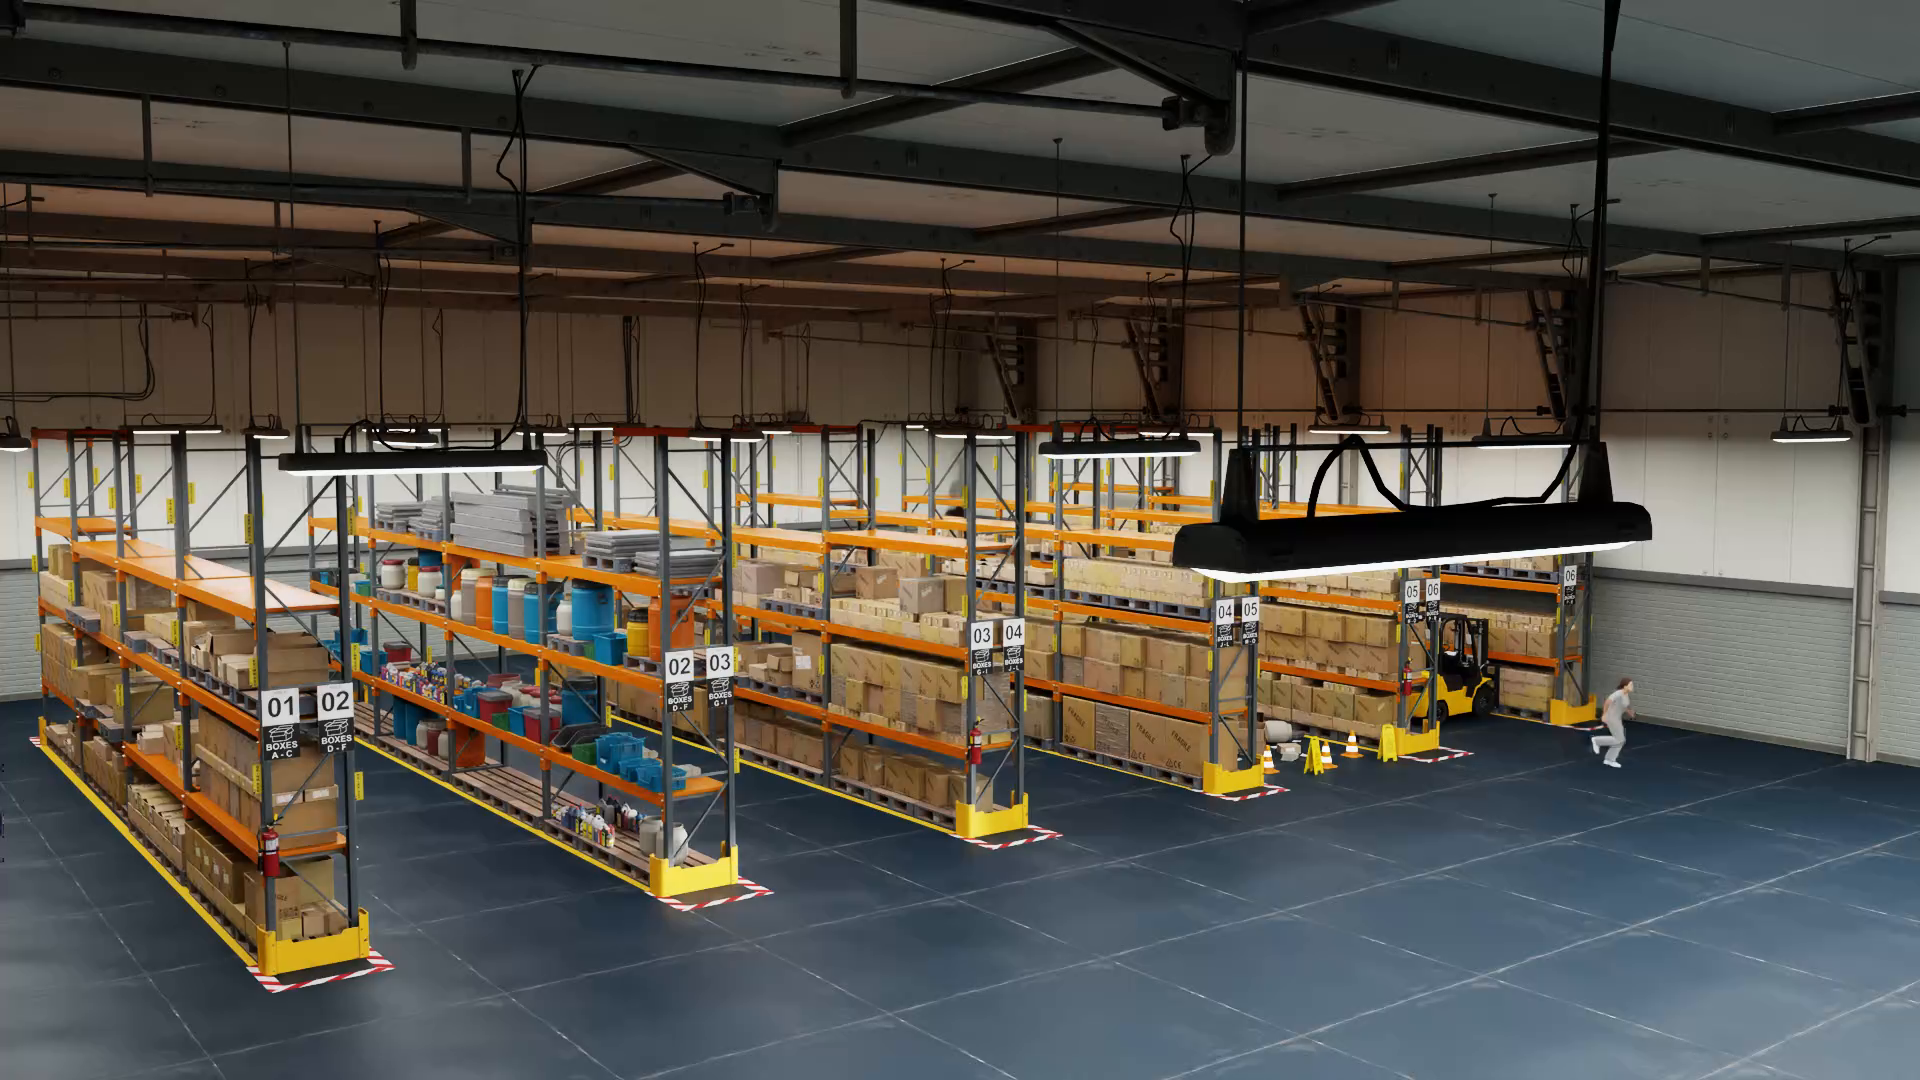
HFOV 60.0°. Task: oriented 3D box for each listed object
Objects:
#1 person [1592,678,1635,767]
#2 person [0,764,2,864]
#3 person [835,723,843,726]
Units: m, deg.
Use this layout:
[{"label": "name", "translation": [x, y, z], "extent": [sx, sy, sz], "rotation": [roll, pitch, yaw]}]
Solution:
[{"label": "person", "translation": [11.631, 3.230, 29.605], "extent": [0.706, 1.600, 0.554], "rotation": [3, 5, 35]}, {"label": "person", "translation": [-13.747, 3.707, 23.341], "extent": [0.597, 1.672, 0.923], "rotation": [-4, 6, -44]}, {"label": "person", "translation": [-2.554, 2.825, 33.445], "extent": [0.711, 1.750, 0.885], "rotation": [-4, 6, -44]}]
